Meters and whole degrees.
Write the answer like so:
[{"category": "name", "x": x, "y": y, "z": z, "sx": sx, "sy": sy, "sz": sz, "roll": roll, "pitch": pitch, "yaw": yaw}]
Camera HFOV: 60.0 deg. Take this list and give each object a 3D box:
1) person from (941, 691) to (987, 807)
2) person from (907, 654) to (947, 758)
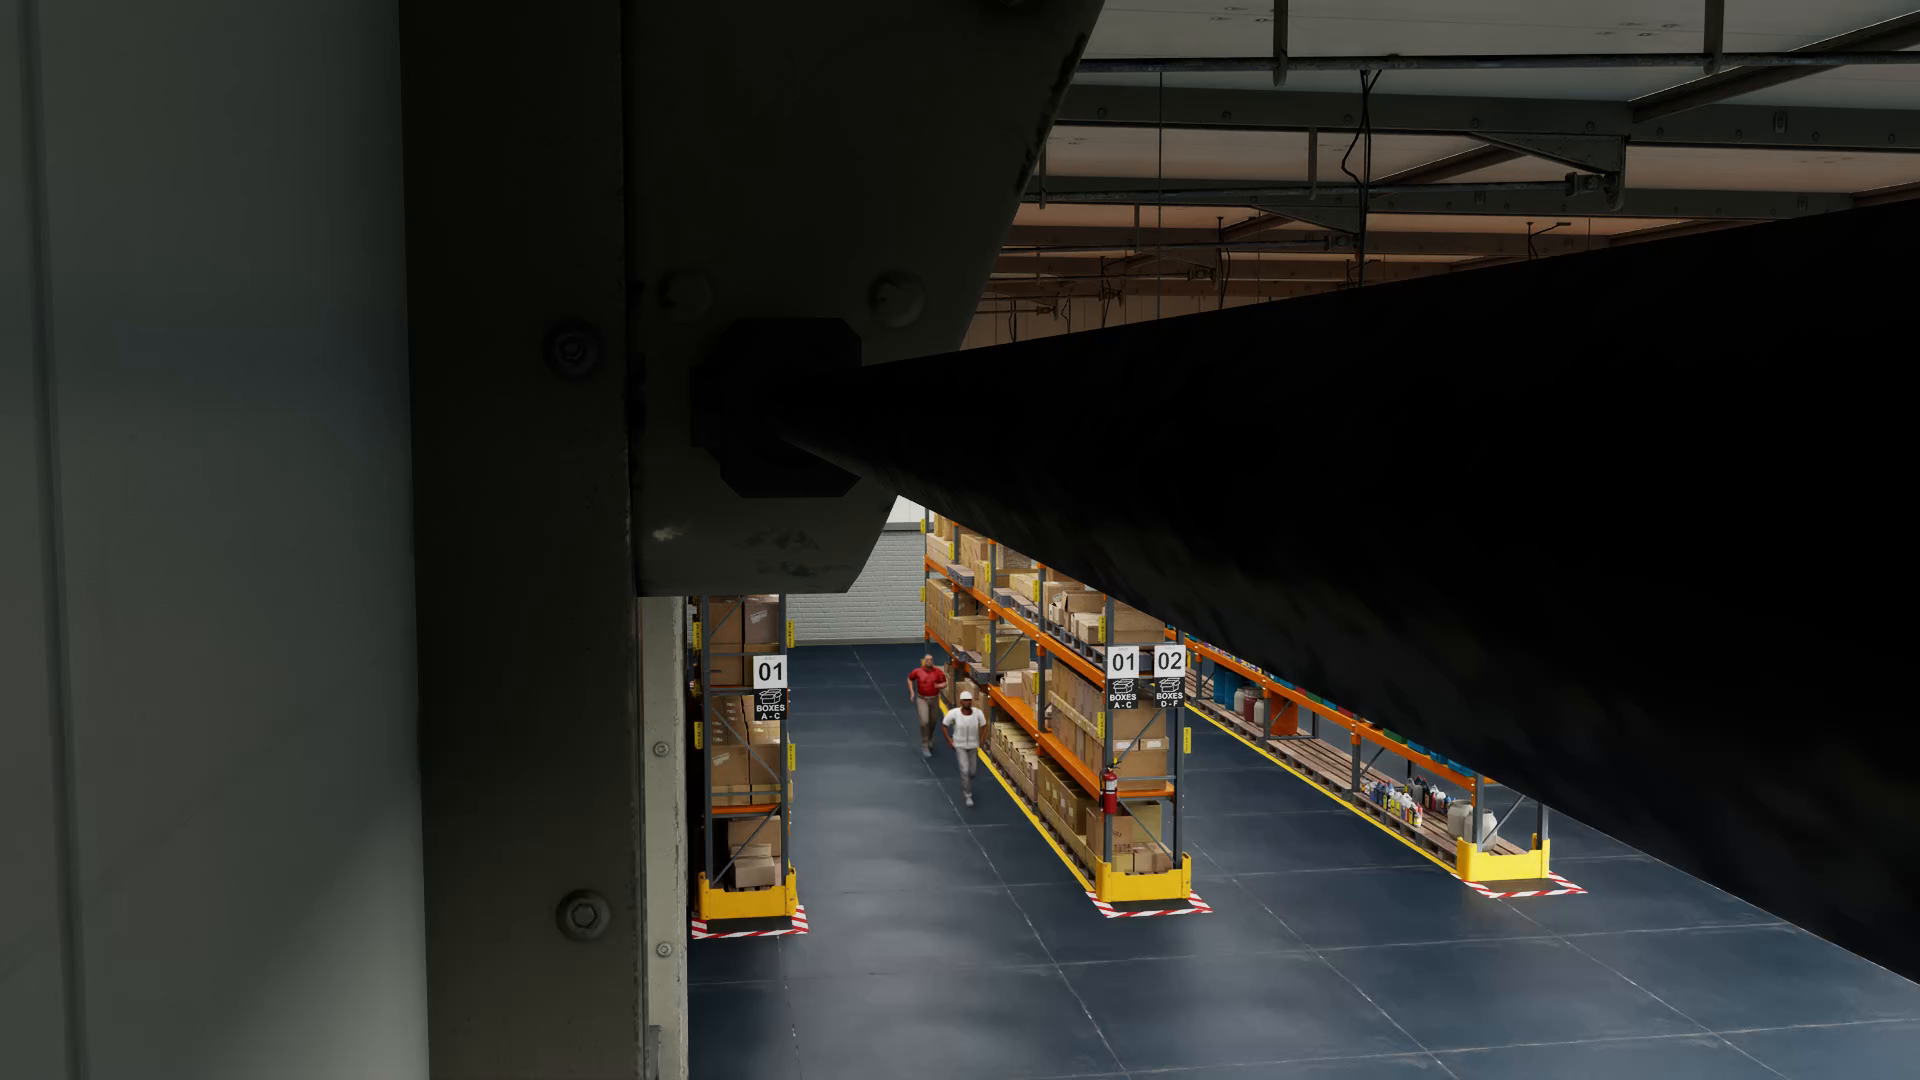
[{"category": "person", "x": 0.081, "y": 3.204, "z": 25.791, "sx": 0.723, "sy": 1.747, "sz": 0.724, "roll": -1, "pitch": 5, "yaw": -13}, {"category": "person", "x": -0.561, "y": 2.888, "z": 29.300, "sx": 0.643, "sy": 1.780, "sz": 0.864, "roll": -1, "pitch": 5, "yaw": -17}]
